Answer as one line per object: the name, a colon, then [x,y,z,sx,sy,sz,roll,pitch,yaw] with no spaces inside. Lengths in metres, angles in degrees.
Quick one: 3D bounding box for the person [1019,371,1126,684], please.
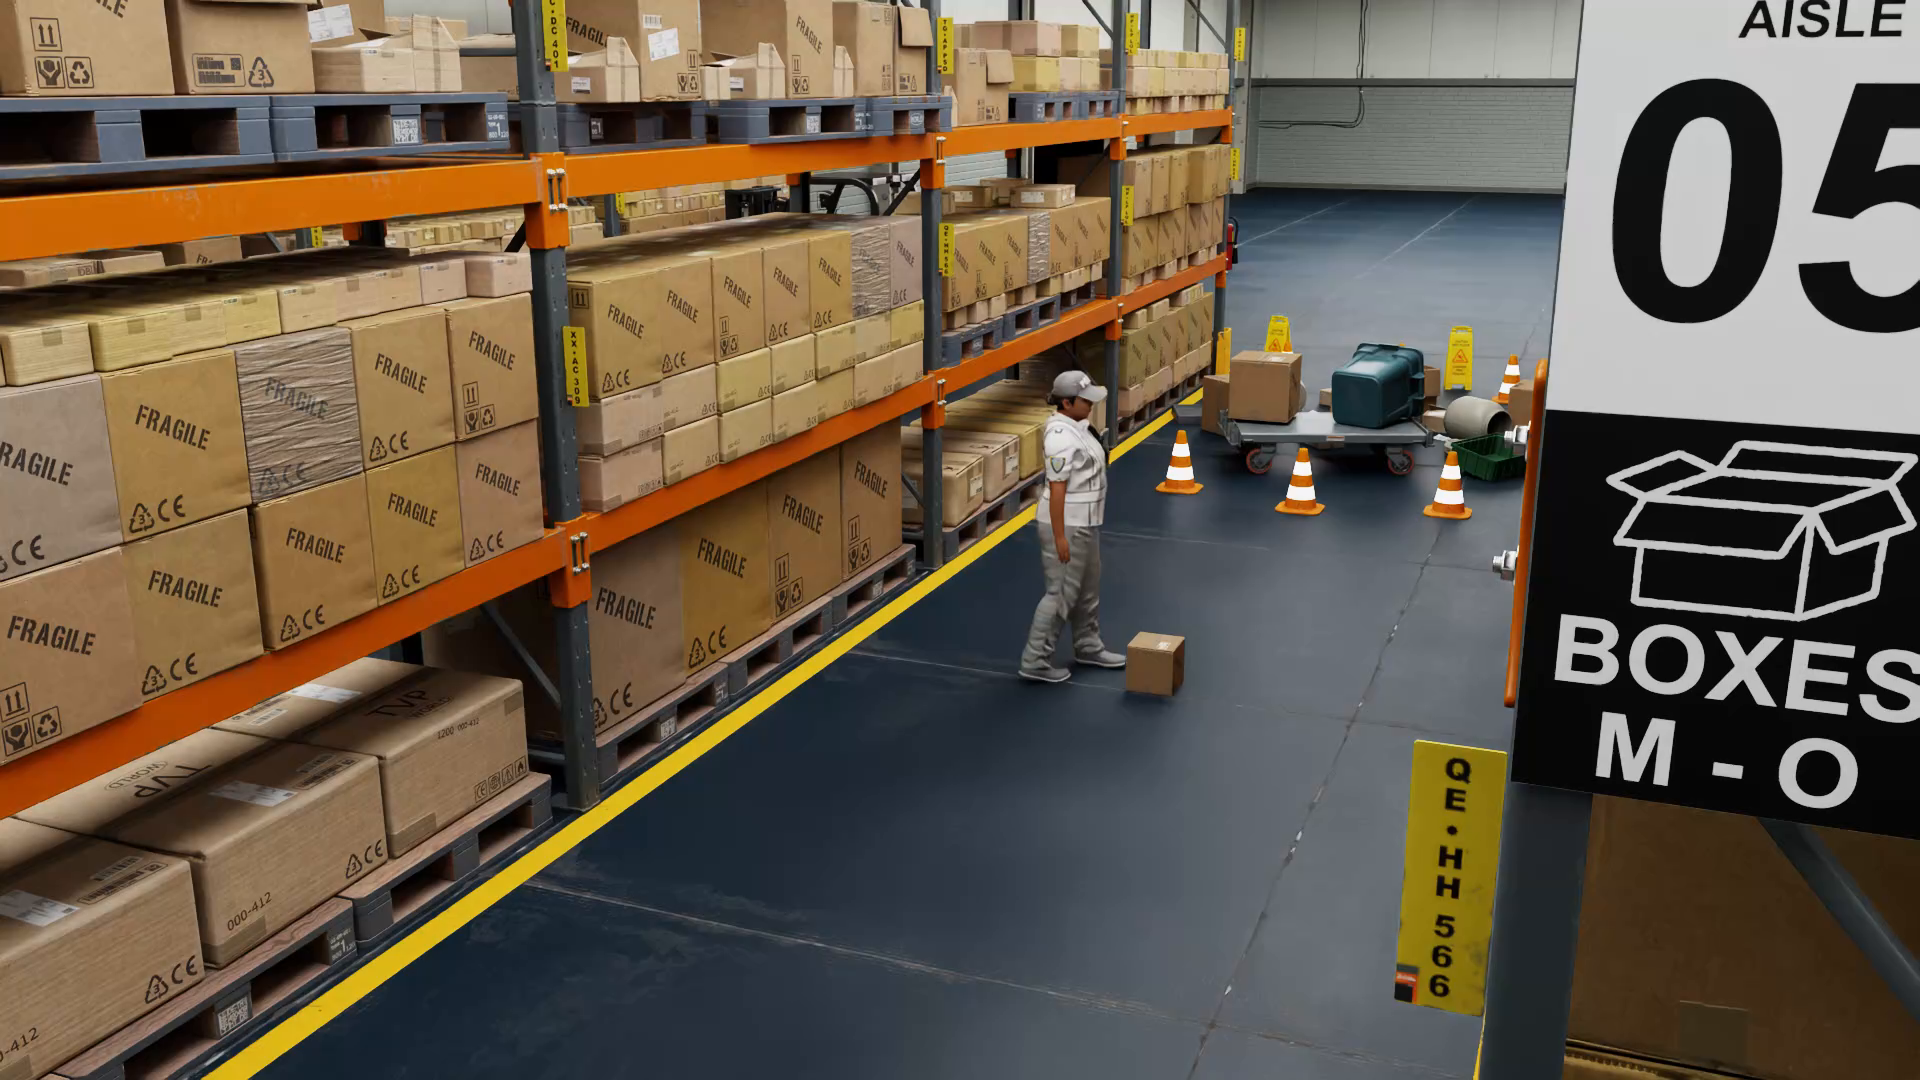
person: [0.621,-0.075,8.796,0.577,1.670,0.485,2,16,7]
